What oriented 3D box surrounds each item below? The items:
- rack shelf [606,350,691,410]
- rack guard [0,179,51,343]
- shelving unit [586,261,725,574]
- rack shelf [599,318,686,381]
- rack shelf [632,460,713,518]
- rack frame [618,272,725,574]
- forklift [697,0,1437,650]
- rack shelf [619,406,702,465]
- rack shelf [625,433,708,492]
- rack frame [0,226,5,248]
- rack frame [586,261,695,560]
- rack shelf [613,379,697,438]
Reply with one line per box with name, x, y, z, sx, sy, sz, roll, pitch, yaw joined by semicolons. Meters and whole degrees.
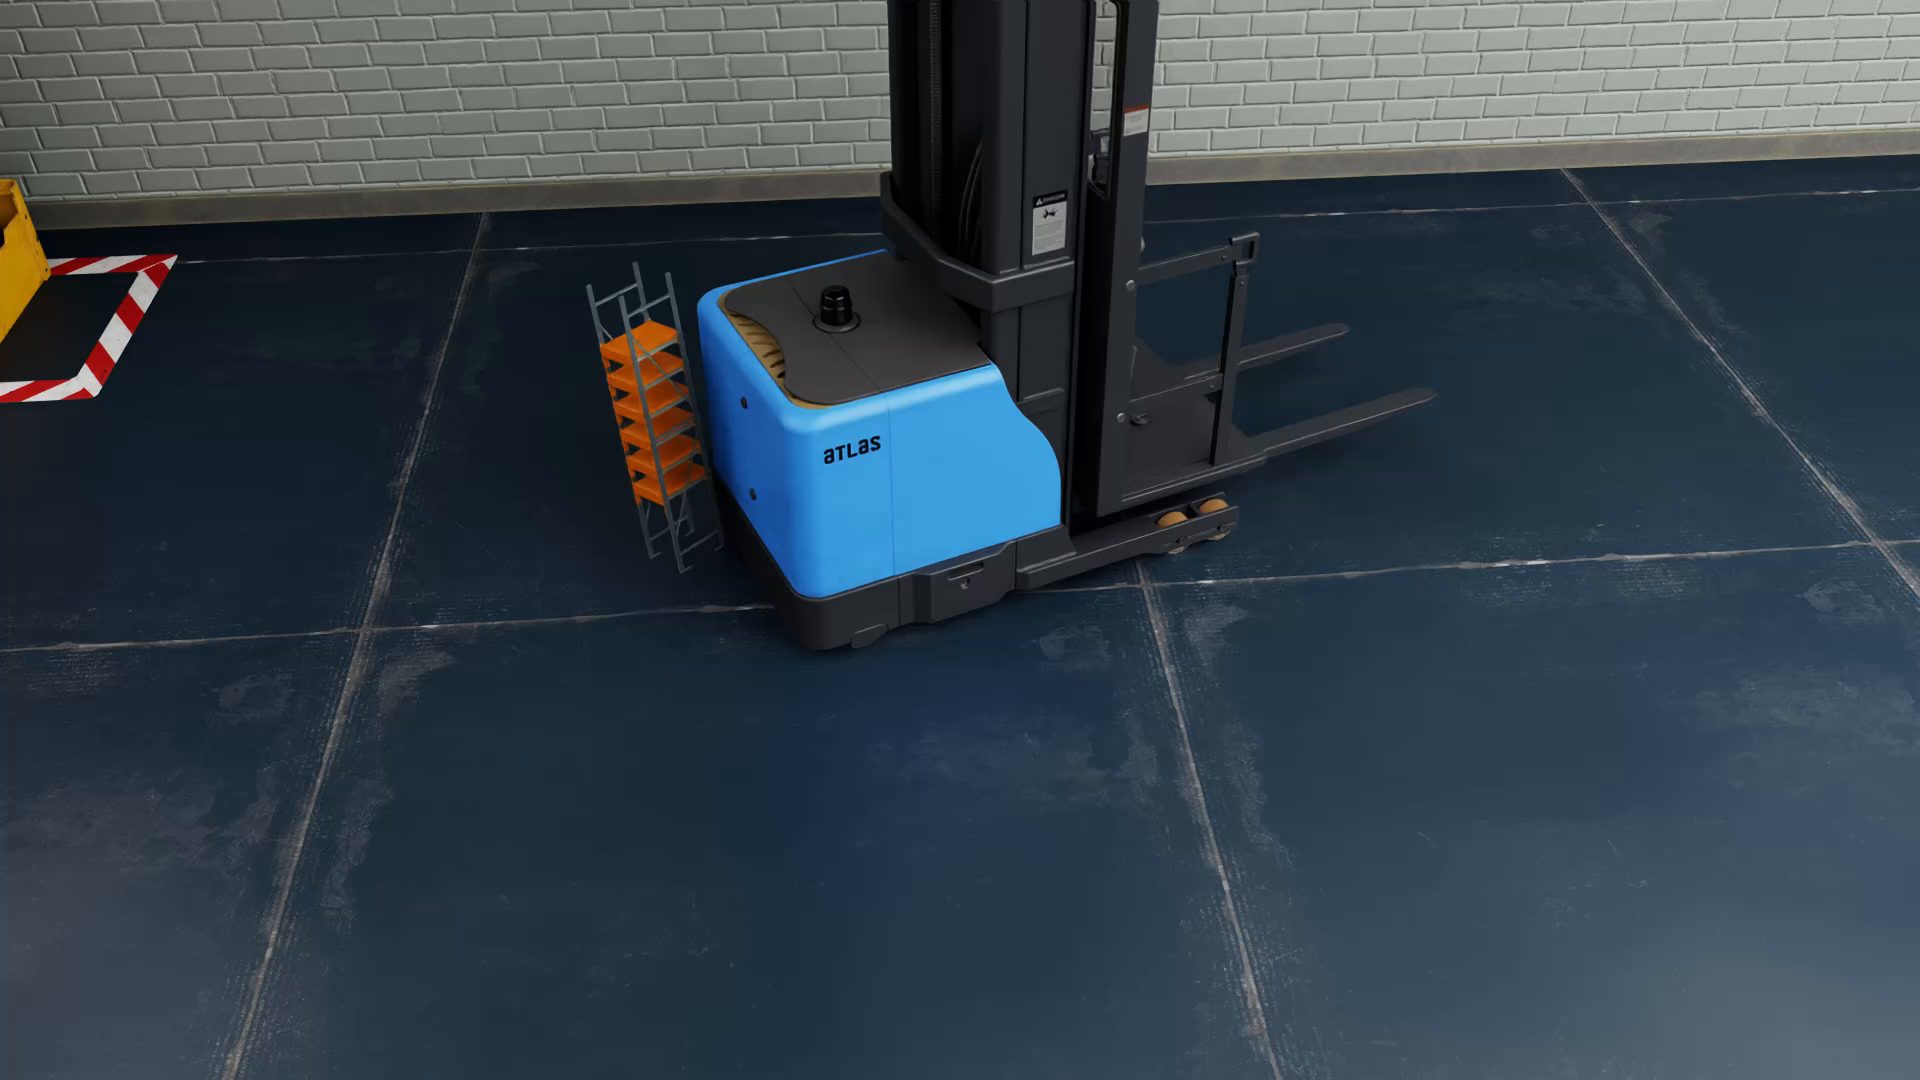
rack shelf;-1.163;-0.608;6.226;0.180;0.103;0.258;22;43;35
rack guard;-4.753;-1.217;7.889;0.348;0.500;1.175;-3;38;-4
shelving unit;-1.146;-0.446;6.335;0.189;1.200;0.258;22;43;35
rack shelf;-1.174;-0.707;6.160;0.180;0.103;0.258;22;43;35
rack shelf;-1.120;-0.211;6.493;0.180;0.103;0.258;22;43;35
rack frame;-1.076;-0.418;6.282;0.006;1.200;0.240;22;43;35
forklift;0.558;-1.373;6.124;3.031;2.935;1.130;-17;41;-20
rack shelf;-1.142;-0.410;6.360;0.180;0.103;0.258;22;43;35
rack shelf;-1.131;-0.311;6.427;0.180;0.103;0.258;22;43;35
rack frame;-4.777;-2.197;7.113;0.127;3.000;1.000;-3;38;-4
rack frame;-1.215;-0.474;6.388;0.006;1.200;0.240;22;43;35
rack shelf;-1.152;-0.509;6.293;0.180;0.103;0.258;22;43;35
